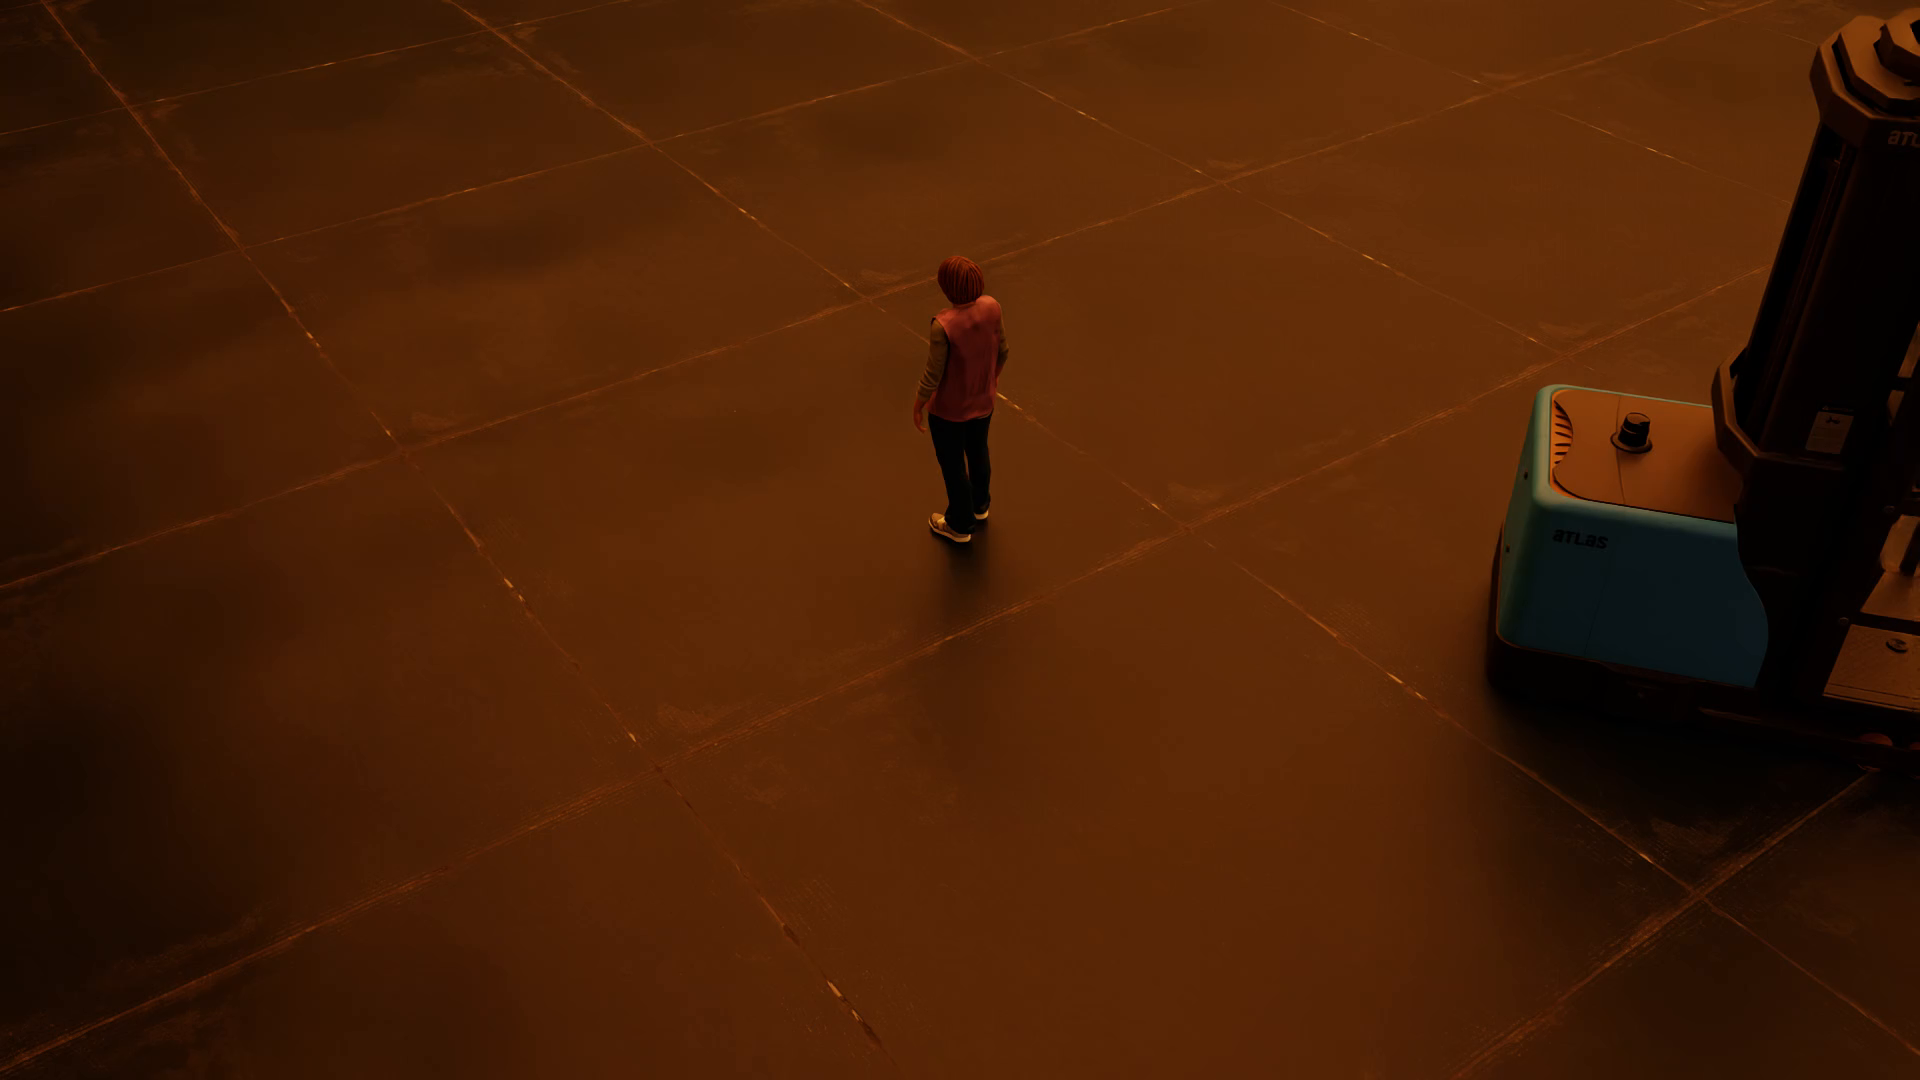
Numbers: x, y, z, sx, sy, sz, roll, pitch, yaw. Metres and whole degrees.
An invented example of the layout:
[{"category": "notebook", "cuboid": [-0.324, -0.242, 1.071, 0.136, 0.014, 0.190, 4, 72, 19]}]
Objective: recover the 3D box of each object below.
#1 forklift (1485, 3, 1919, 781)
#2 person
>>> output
[{"category": "forklift", "cuboid": [3.940, -0.515, 6.641, 3.031, 2.935, 1.130, 10, 38, 13]}, {"category": "person", "cuboid": [-0.032, -0.689, 7.986, 0.521, 1.599, 0.473, -23, 42, -28]}]
